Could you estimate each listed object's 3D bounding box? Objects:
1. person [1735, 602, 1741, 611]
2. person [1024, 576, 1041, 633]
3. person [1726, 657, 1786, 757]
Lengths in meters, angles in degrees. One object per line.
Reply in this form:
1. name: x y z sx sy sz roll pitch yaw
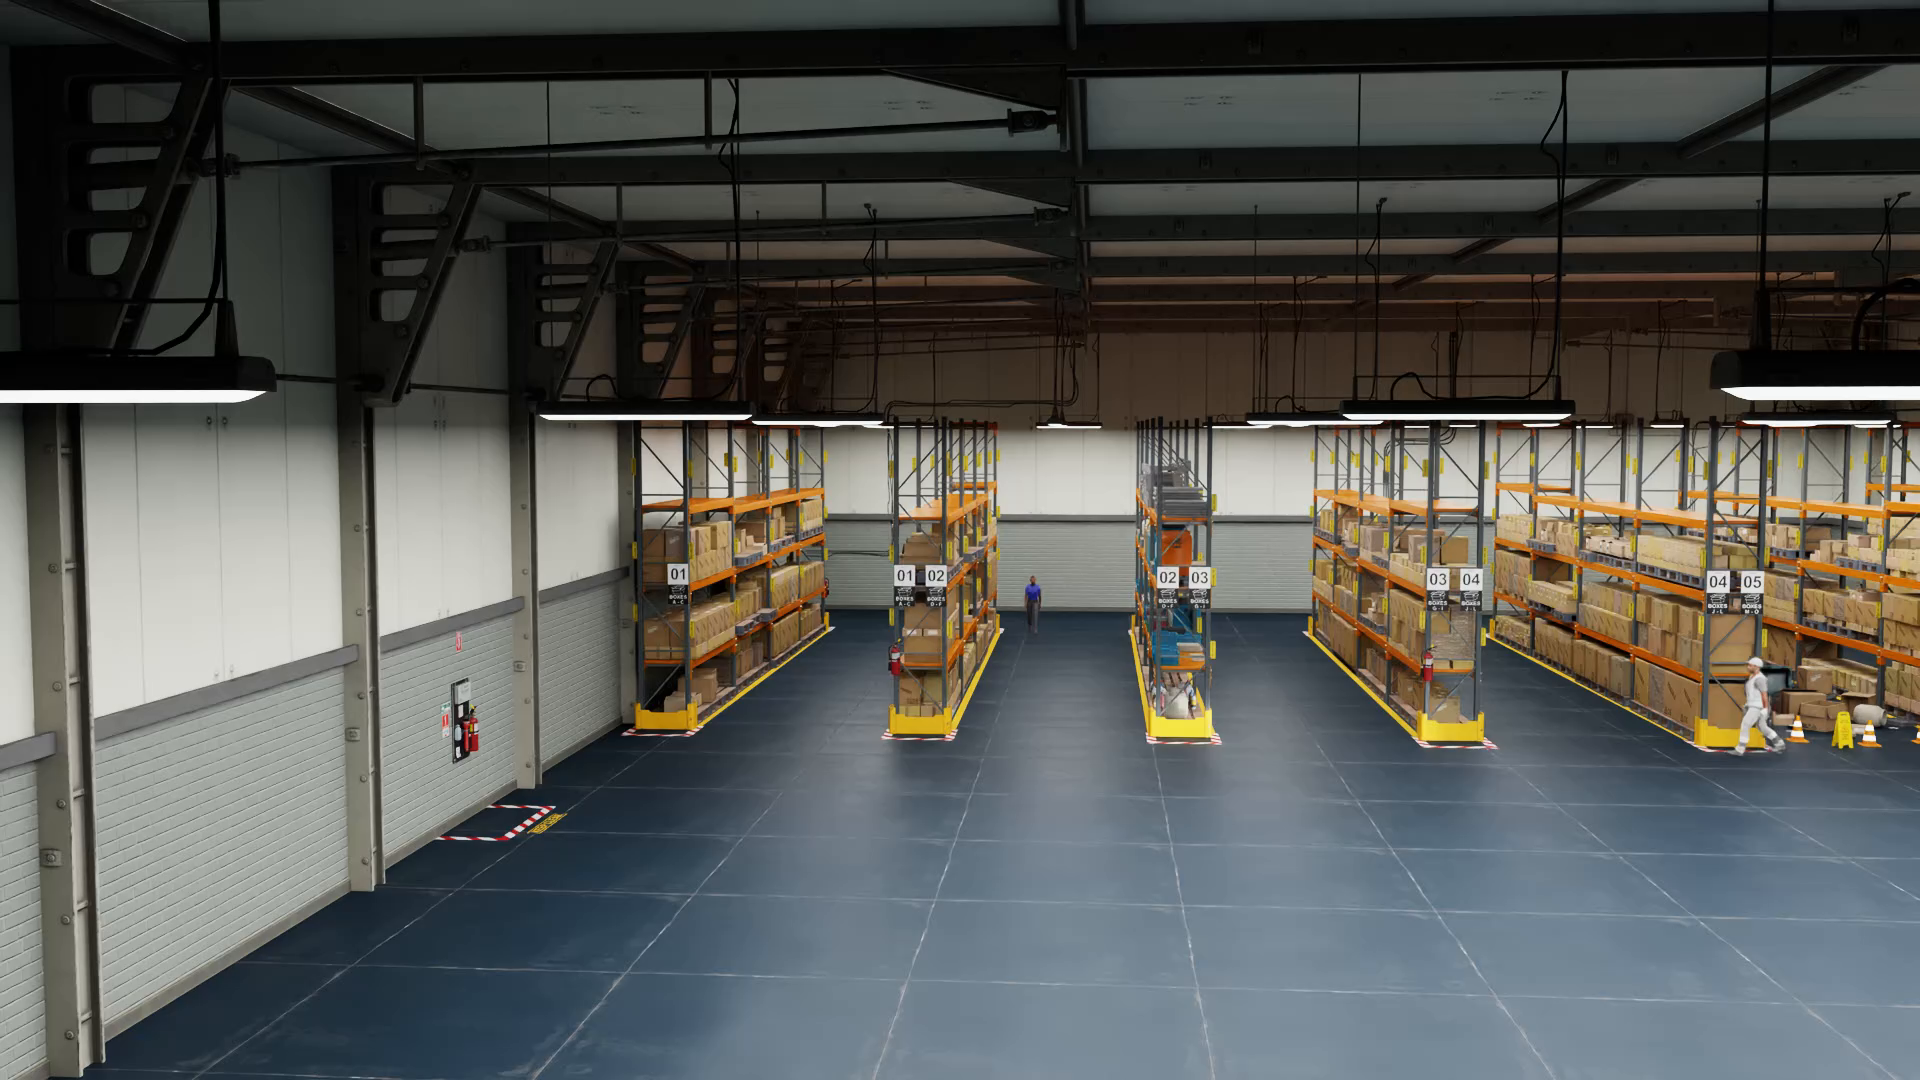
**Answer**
1. person: 18.029 2.334 38.328 0.581 1.787 0.577 -1 4 -14
2. person: 2.076 1.816 47.299 0.473 1.593 1.045 0 4 4
3. person: 14.028 2.936 29.249 1.067 1.747 0.538 0 4 6
